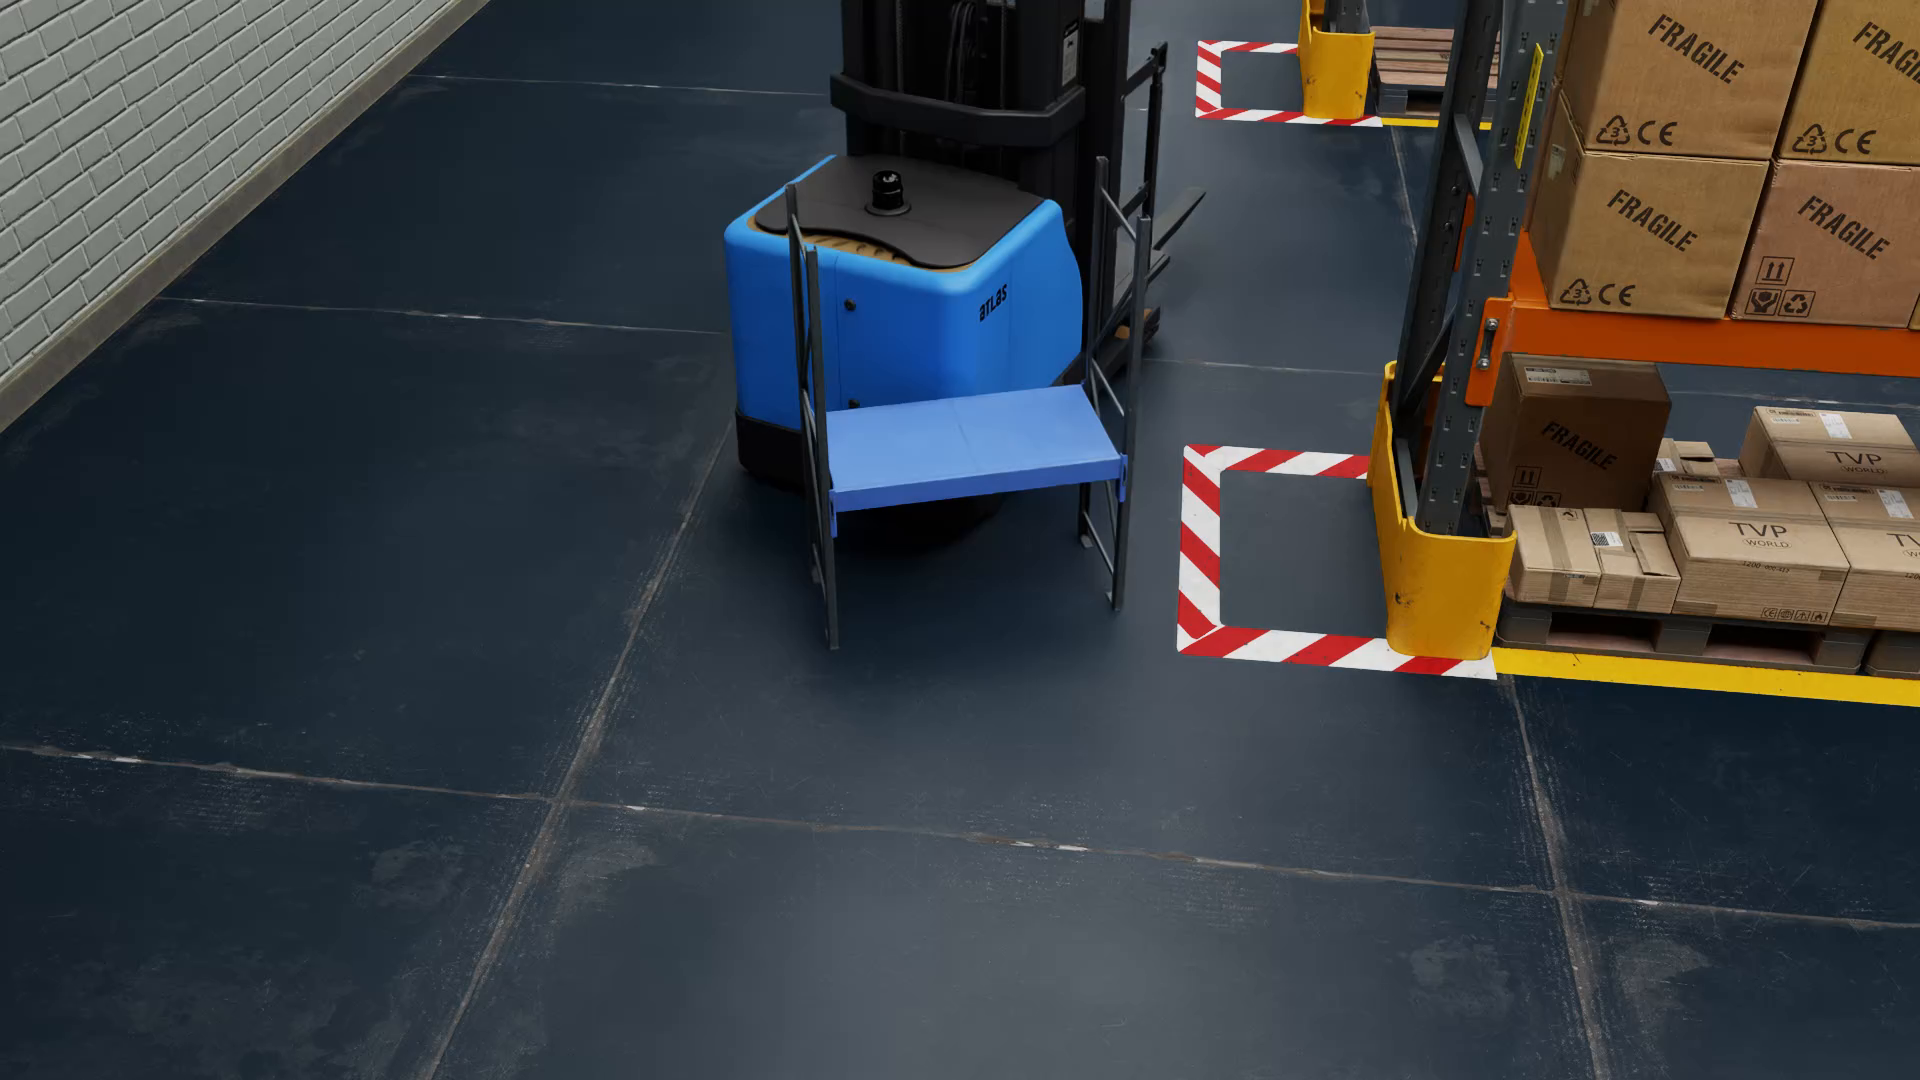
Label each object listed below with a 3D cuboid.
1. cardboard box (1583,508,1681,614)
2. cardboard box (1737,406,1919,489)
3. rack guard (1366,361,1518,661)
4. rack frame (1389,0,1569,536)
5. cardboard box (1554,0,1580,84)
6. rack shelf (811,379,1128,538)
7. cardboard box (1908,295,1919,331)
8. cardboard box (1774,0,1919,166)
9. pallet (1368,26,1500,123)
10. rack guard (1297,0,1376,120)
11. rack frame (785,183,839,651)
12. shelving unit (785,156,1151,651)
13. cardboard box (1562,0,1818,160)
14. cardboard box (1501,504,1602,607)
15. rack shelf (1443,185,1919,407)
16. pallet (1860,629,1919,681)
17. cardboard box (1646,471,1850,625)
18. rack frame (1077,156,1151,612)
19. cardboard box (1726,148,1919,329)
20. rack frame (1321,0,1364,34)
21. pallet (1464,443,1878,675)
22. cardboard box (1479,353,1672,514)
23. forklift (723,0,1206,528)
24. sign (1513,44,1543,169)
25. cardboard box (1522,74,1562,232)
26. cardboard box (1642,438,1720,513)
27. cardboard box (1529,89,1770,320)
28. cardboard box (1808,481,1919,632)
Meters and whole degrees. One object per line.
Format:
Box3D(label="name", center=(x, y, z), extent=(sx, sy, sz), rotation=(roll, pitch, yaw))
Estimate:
Box3D(label="cardboard box", center=(2.260, 0.062, 5.641), extent=(0.250, 0.166, 0.380), rotation=(4, 36, 6))
Box3D(label="cardboard box", center=(3.150, -0.234, 5.983), extent=(0.500, 0.250, 0.500), rotation=(4, 36, 6))
Box3D(label="rack guard", center=(1.716, -0.137, 6.011), extent=(0.348, 0.500, 1.175), rotation=(4, 36, 6))
Box3D(label="rack frame", center=(1.641, -1.160, 5.293), extent=(0.127, 3.000, 1.000), rotation=(4, 36, 6))
Box3D(label="cardboard box", center=(2.117, -1.733, 5.149), extent=(0.500, 0.500, 0.500), rotation=(4, 36, 6))
Box3D(label="rack shelf", center=(0.014, -0.289, 5.673), extent=(1.000, 0.185, 0.538), rotation=(-7, 36, -10))
Box3D(label="cardboard box", center=(3.057, -0.942, 4.901), extent=(0.500, 0.500, 0.500), rotation=(4, 36, 6))
Box3D(label="cardboard box", center=(2.567, -1.388, 4.666), extent=(0.500, 0.500, 0.500), rotation=(5, 36, 6))
Box3D(label="pallet", center=(3.089, -2.795, 9.985), extent=(1.213, 0.211, 1.003), rotation=(4, 36, 6))
Box3D(label="rack guard", center=(2.250, -2.990, 10.010), extent=(0.348, 0.500, 1.175), rotation=(4, 36, 6))
Box3D(label="rack frame", center=(-0.483, -0.373, 5.482), extent=(0.032, 1.500, 0.500), rotation=(-7, 36, -10))
Box3D(label="shelving unit", center=(0.014, -0.435, 5.569), extent=(1.048, 1.500, 0.538), rotation=(-7, 36, -10))
Box3D(label="cardboard box", center=(2.048, -1.423, 4.714), extent=(0.500, 0.500, 0.500), rotation=(5, 36, 7))
Box3D(label="cardboard box", center=(2.013, 0.051, 5.672), extent=(0.250, 0.149, 0.380), rotation=(4, 36, 6))
Box3D(label="rack shelf", center=(3.625, -0.719, 5.294), extent=(4.000, 0.370, 1.077), rotation=(4, 36, 6))
Box3D(label="pallet", center=(3.714, 0.131, 5.885), extent=(1.213, 0.211, 1.003), rotation=(4, 36, 6))
Box3D(label="cardboard box", center=(2.640, 0.021, 5.626), extent=(0.500, 0.250, 0.500), rotation=(4, 36, 6))
Box3D(label="rack frame", center=(0.511, -0.497, 5.656), extent=(0.032, 1.500, 0.500), rotation=(-7, 36, -10))
Box3D(label="cardboard box", center=(2.560, -0.980, 4.956), extent=(0.500, 0.500, 0.500), rotation=(4, 36, 5))
Box3D(label="rack frame", center=(2.276, -4.013, 9.291), extent=(0.127, 3.000, 1.000), rotation=(4, 36, 6))
Box3D(label="pallet", center=(2.507, 0.040, 6.013), extent=(1.213, 0.211, 1.003), rotation=(4, 36, 6))
Box3D(label="cardboard box", center=(2.212, -0.423, 6.034), extent=(0.500, 0.500, 0.500), rotation=(4, 36, 6))
Box3D(label="forklift", center=(0.245, -2.078, 6.639), extent=(1.130, 2.935, 3.031), rotation=(16, 39, 22))
Box3D(label="sign", center=(1.572, -1.199, 4.603), extent=(0.005, 0.325, 0.100), rotation=(4, 36, 6))
Box3D(label="cardboard box", center=(2.120, -1.324, 5.437), extent=(0.500, 0.500, 0.500), rotation=(5, 36, 7))
Box3D(label="cardboard box", center=(2.602, -0.205, 6.016), extent=(0.250, 0.166, 0.380), rotation=(4, 36, 6))
Box3D(label="cardboard box", center=(2.048, -1.016, 5.005), extent=(0.500, 0.500, 0.500), rotation=(5, 36, 7))
Box3D(label="cardboard box", center=(3.136, 0.058, 5.575), extent=(0.500, 0.250, 0.500), rotation=(4, 36, 6))
